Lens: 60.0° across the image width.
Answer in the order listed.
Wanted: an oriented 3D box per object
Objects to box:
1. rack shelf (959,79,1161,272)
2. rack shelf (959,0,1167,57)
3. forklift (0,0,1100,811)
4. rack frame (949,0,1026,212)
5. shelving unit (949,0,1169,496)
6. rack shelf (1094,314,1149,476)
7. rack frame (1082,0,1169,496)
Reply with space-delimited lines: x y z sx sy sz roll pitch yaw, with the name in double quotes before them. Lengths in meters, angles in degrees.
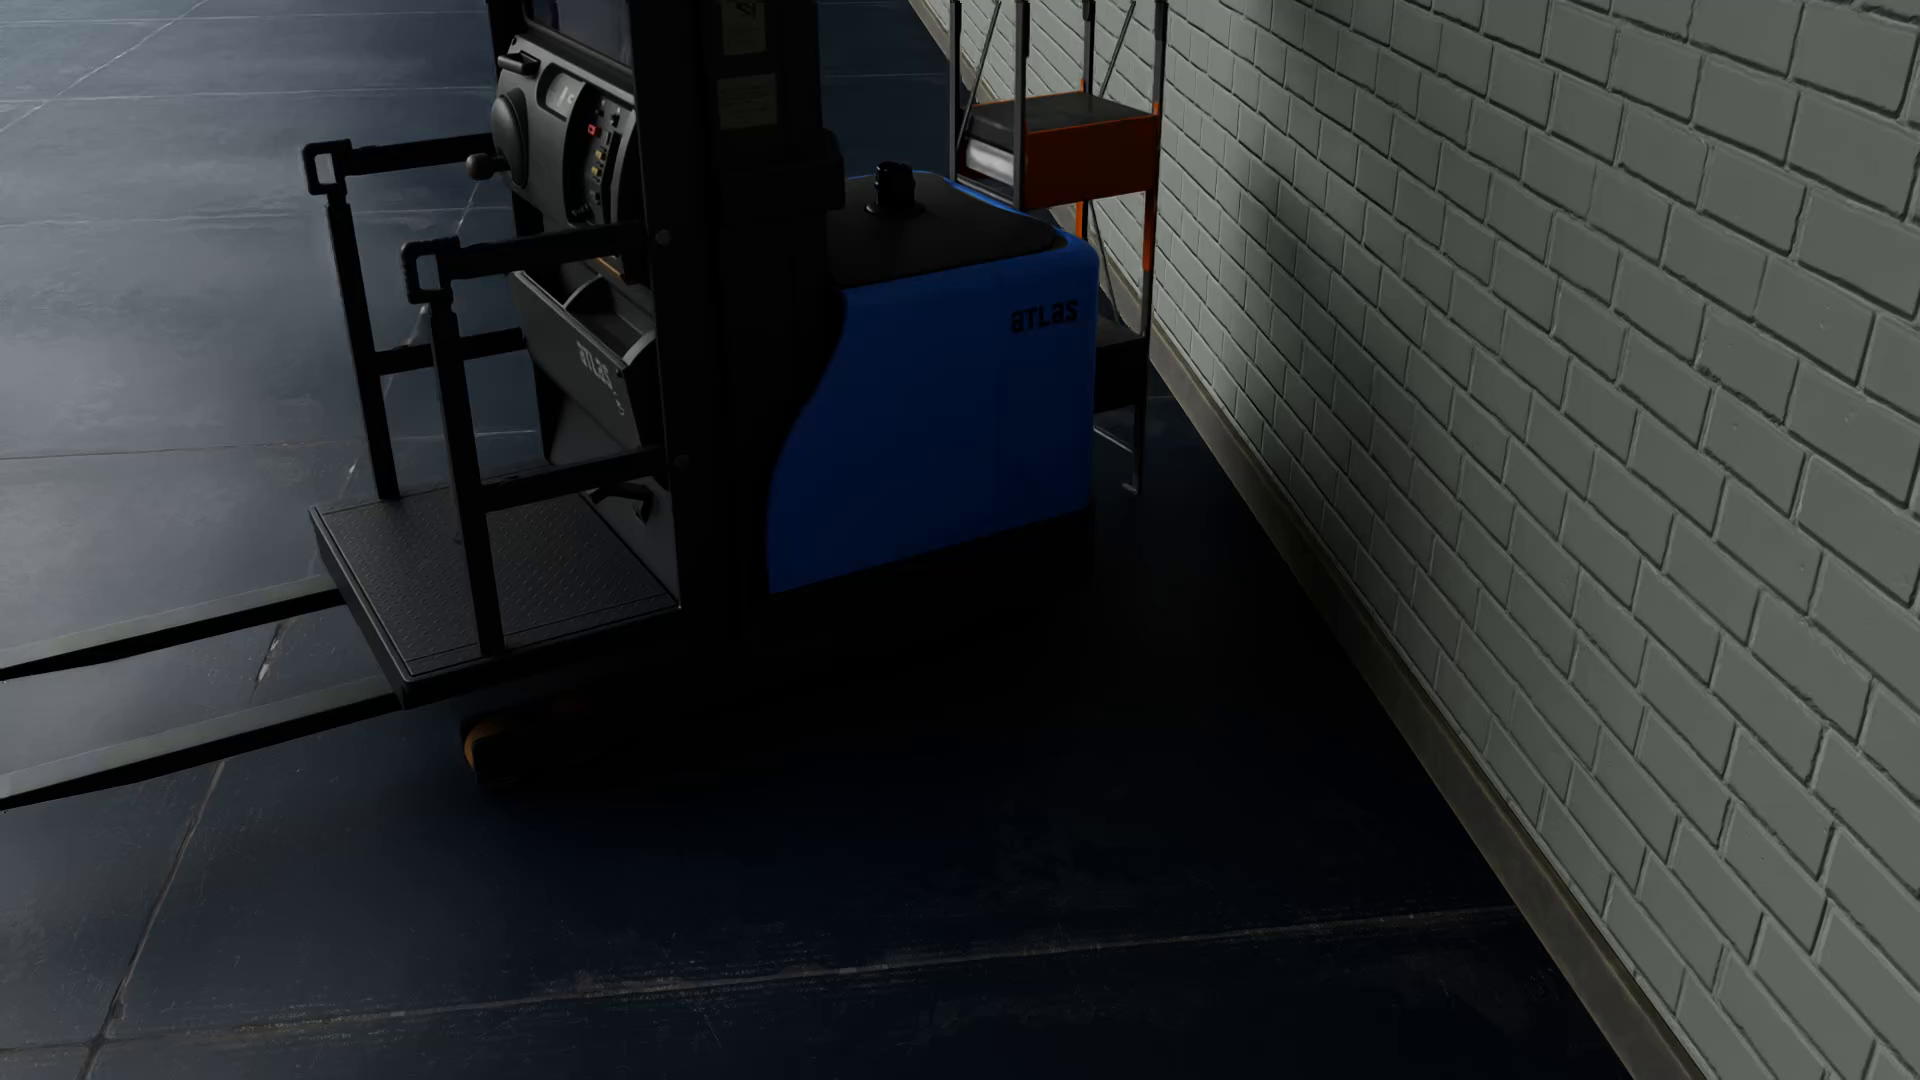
"rack shelf" 0.286 -1.092 5.107 0.480 0.518 0.431 -15 31 -27
"rack shelf" 0.286 -1.714 4.788 0.480 0.518 0.431 -15 31 -27
"forklift" -1.140 -0.979 3.948 3.031 2.935 1.130 -15 31 -27
"rack frame" 0.077 -1.047 4.990 0.015 2.100 0.400 -15 31 -27
"shelving unit" 0.286 -1.104 5.101 0.503 2.100 0.431 -15 31 -27
"rack shelf" 0.286 -0.469 5.427 0.480 0.518 0.431 -15 31 -27
"rack frame" 0.496 -1.161 5.212 0.015 2.100 0.400 -15 31 -27
